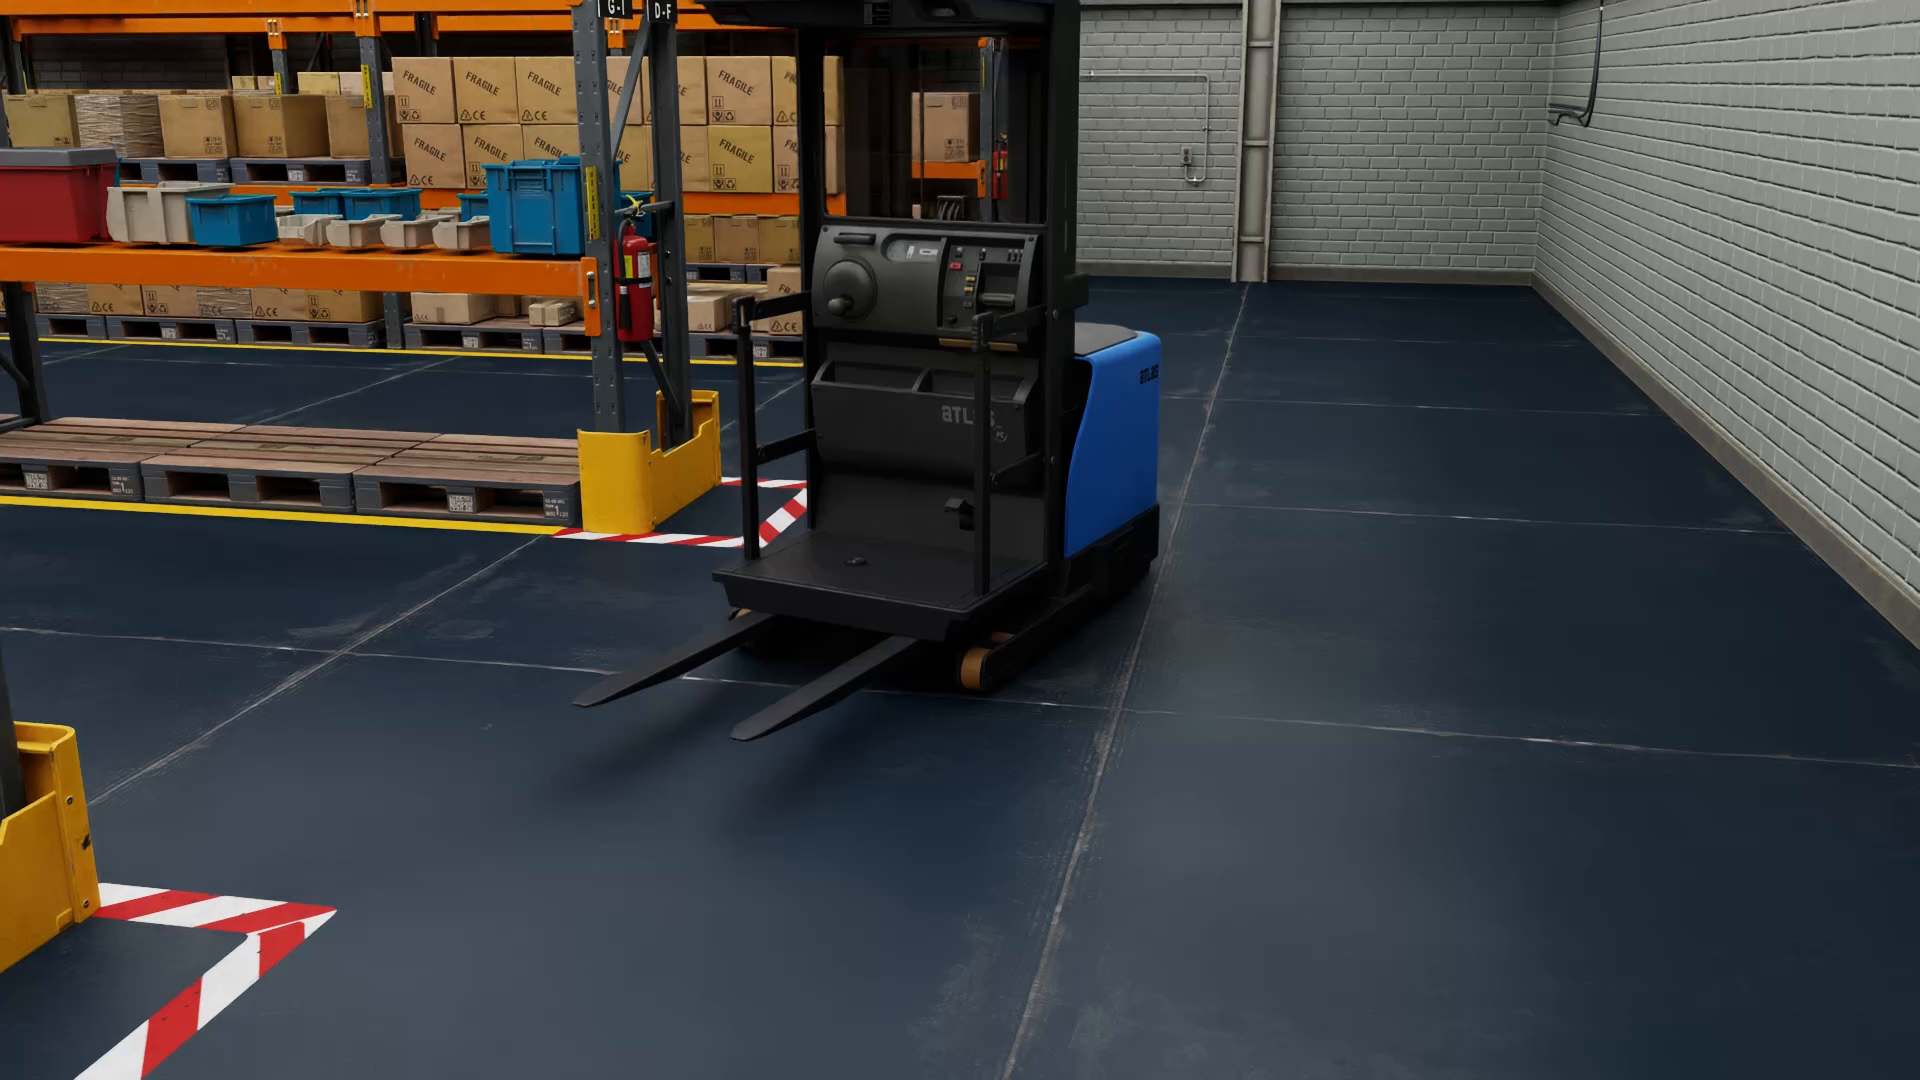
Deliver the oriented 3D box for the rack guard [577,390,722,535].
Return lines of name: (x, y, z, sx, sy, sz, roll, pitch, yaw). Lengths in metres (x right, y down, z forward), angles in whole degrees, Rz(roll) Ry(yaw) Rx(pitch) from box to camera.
rack guard: (-1.579, -0.423, 8.583, 0.348, 0.500, 1.175, 3, 16, 11)

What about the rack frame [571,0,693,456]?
rack frame: (-1.605, -1.626, 8.242, 0.127, 3.000, 1.000, 3, 16, 11)

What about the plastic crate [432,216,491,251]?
plastic crate: (-2.440, -1.524, 8.255, 0.243, 0.136, 0.396, 3, 16, 11)

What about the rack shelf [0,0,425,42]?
rack shelf: (-6.494, -4.339, 13.767, 4.000, 0.370, 1.077, 3, 16, 11)

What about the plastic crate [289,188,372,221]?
plastic crate: (-3.366, -1.759, 8.925, 0.300, 0.233, 0.416, 3, 16, 11)

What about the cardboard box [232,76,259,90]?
cardboard box: (-8.133, -5.240, 19.062, 0.250, 0.149, 0.380, 0, 15, 2)

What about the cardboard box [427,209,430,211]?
cardboard box: (-5.919, -3.688, 18.926, 0.750, 0.750, 0.750, 3, 16, 11)

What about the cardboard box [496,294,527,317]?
cardboard box: (-3.919, -2.185, 14.121, 0.500, 0.500, 0.500, 3, 16, 11)

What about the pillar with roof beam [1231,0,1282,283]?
pillar with roof beam: (2.329, -6.065, 13.030, 0.400, 9.000, 9.100, 3, 16, 11)

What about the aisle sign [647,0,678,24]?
aisle sign: (-1.475, -2.952, 8.162, 0.004, 0.787, 0.394, 3, 16, 11)

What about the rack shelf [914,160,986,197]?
rack shelf: (-1.591, -3.977, 18.078, 4.000, 0.370, 1.077, 3, 16, 11)

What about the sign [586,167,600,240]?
sign: (-1.699, -1.560, 7.698, 0.005, 0.325, 0.100, 3, 16, 11)

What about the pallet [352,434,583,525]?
pallet: (-2.406, -0.336, 8.809, 1.213, 0.211, 1.003, 3, 16, 11)

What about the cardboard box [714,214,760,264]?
cardboard box: (-2.347, -3.334, 18.304, 0.500, 0.500, 0.700, 3, 16, 11)

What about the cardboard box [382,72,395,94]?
cardboard box: (-6.059, -5.060, 18.453, 0.500, 0.250, 0.500, 3, 16, 11)

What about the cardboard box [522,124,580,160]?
cardboard box: (-3.097, -3.030, 13.125, 0.500, 0.500, 0.500, 3, 16, 11)

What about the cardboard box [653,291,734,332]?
cardboard box: (-2.121, -1.831, 13.310, 0.500, 0.250, 0.500, 3, 16, 11)

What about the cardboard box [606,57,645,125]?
cardboard box: (-2.613, -3.483, 12.888, 0.500, 0.500, 0.500, 4, 16, 13)

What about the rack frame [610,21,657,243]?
rack frame: (-3.551, -4.430, 18.366, 0.127, 3.000, 1.000, 3, 16, 11)

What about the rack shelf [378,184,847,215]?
rack shelf: (-2.574, -2.681, 13.399, 4.000, 0.370, 1.077, 3, 16, 11)

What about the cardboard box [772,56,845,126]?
cardboard box: (-1.105, -3.403, 12.598, 0.500, 0.500, 0.500, 3, 16, 11)

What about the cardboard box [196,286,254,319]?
cardboard box: (-6.049, -2.148, 13.986, 0.500, 0.500, 0.500, 3, 16, 12)

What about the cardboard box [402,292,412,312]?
cardboard box: (-4.960, -2.231, 14.285, 0.500, 0.500, 0.500, 2, 16, 9)

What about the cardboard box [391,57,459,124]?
cardboard box: (-4.128, -3.565, 13.184, 0.500, 0.500, 0.500, 4, 16, 13)

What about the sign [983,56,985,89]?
sign: (0.247, -4.748, 16.902, 0.005, 0.325, 0.100, 3, 16, 11)

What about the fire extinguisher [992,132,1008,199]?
fire extinguisher: (0.425, -3.872, 17.193, 0.183, 0.674, 0.296, 3, 16, 11)

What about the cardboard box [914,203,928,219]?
cardboard box: (-0.499, -3.498, 17.682, 0.250, 0.149, 0.380, 3, 16, 10)

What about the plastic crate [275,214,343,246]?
plastic crate: (-3.293, -1.562, 8.394, 0.250, 0.136, 0.298, 3, 16, 11)

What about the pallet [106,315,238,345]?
pallet: (-6.538, -1.888, 14.412, 1.213, 0.211, 1.003, 3, 16, 11)

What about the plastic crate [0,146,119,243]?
plastic crate: (-4.700, -1.785, 8.585, 0.583, 0.464, 0.402, 3, 16, 11)

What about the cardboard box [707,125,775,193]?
cardboard box: (-1.617, -2.949, 12.831, 0.500, 0.500, 0.500, 3, 16, 12)

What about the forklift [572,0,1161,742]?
forklift: (-0.239, -0.996, 6.098, 1.130, 2.935, 3.031, 8, 17, 26)

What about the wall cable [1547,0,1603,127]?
wall cable: (5.840, -5.218, 15.788, 0.112, 2.526, 3.097, 3, 16, 11)

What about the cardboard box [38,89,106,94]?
cardboard box: (-10.352, -5.048, 19.586, 0.500, 0.500, 0.700, 5, 16, 17)

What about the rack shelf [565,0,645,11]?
rack shelf: (-3.565, -2.831, 8.322, 4.000, 0.370, 1.077, 3, 16, 11)

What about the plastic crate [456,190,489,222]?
plastic crate: (-2.427, -1.708, 8.741, 0.300, 0.233, 0.416, 3, 16, 11)

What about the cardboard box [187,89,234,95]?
cardboard box: (-8.486, -4.948, 19.225, 0.500, 0.500, 0.700, 2, 16, 6)

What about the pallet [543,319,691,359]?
pallet: (-2.662, -1.689, 13.695, 1.213, 0.211, 1.003, 3, 16, 11)

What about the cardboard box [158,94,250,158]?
cardboard box: (-6.278, -3.463, 13.899, 0.500, 0.500, 0.700, -1, 16, -3)

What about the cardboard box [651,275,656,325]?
cardboard box: (-2.692, -2.044, 13.606, 0.637, 0.503, 0.797, 3, 16, 11)

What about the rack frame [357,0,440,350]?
rack frame: (-4.534, -3.134, 13.687, 0.127, 3.000, 1.000, 3, 16, 11)

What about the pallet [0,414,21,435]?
pallet: (-6.273, -0.547, 9.570, 1.213, 0.211, 1.003, 3, 16, 11)

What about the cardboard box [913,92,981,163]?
cardboard box: (-0.133, -4.386, 17.647, 0.700, 0.700, 0.980, 4, 16, 14)

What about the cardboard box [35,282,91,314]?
cardboard box: (-7.551, -2.229, 14.278, 0.500, 0.500, 0.500, 3, 16, 9)

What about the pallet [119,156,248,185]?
pallet: (-6.547, -3.152, 14.112, 1.213, 0.211, 1.003, 3, 16, 11)
